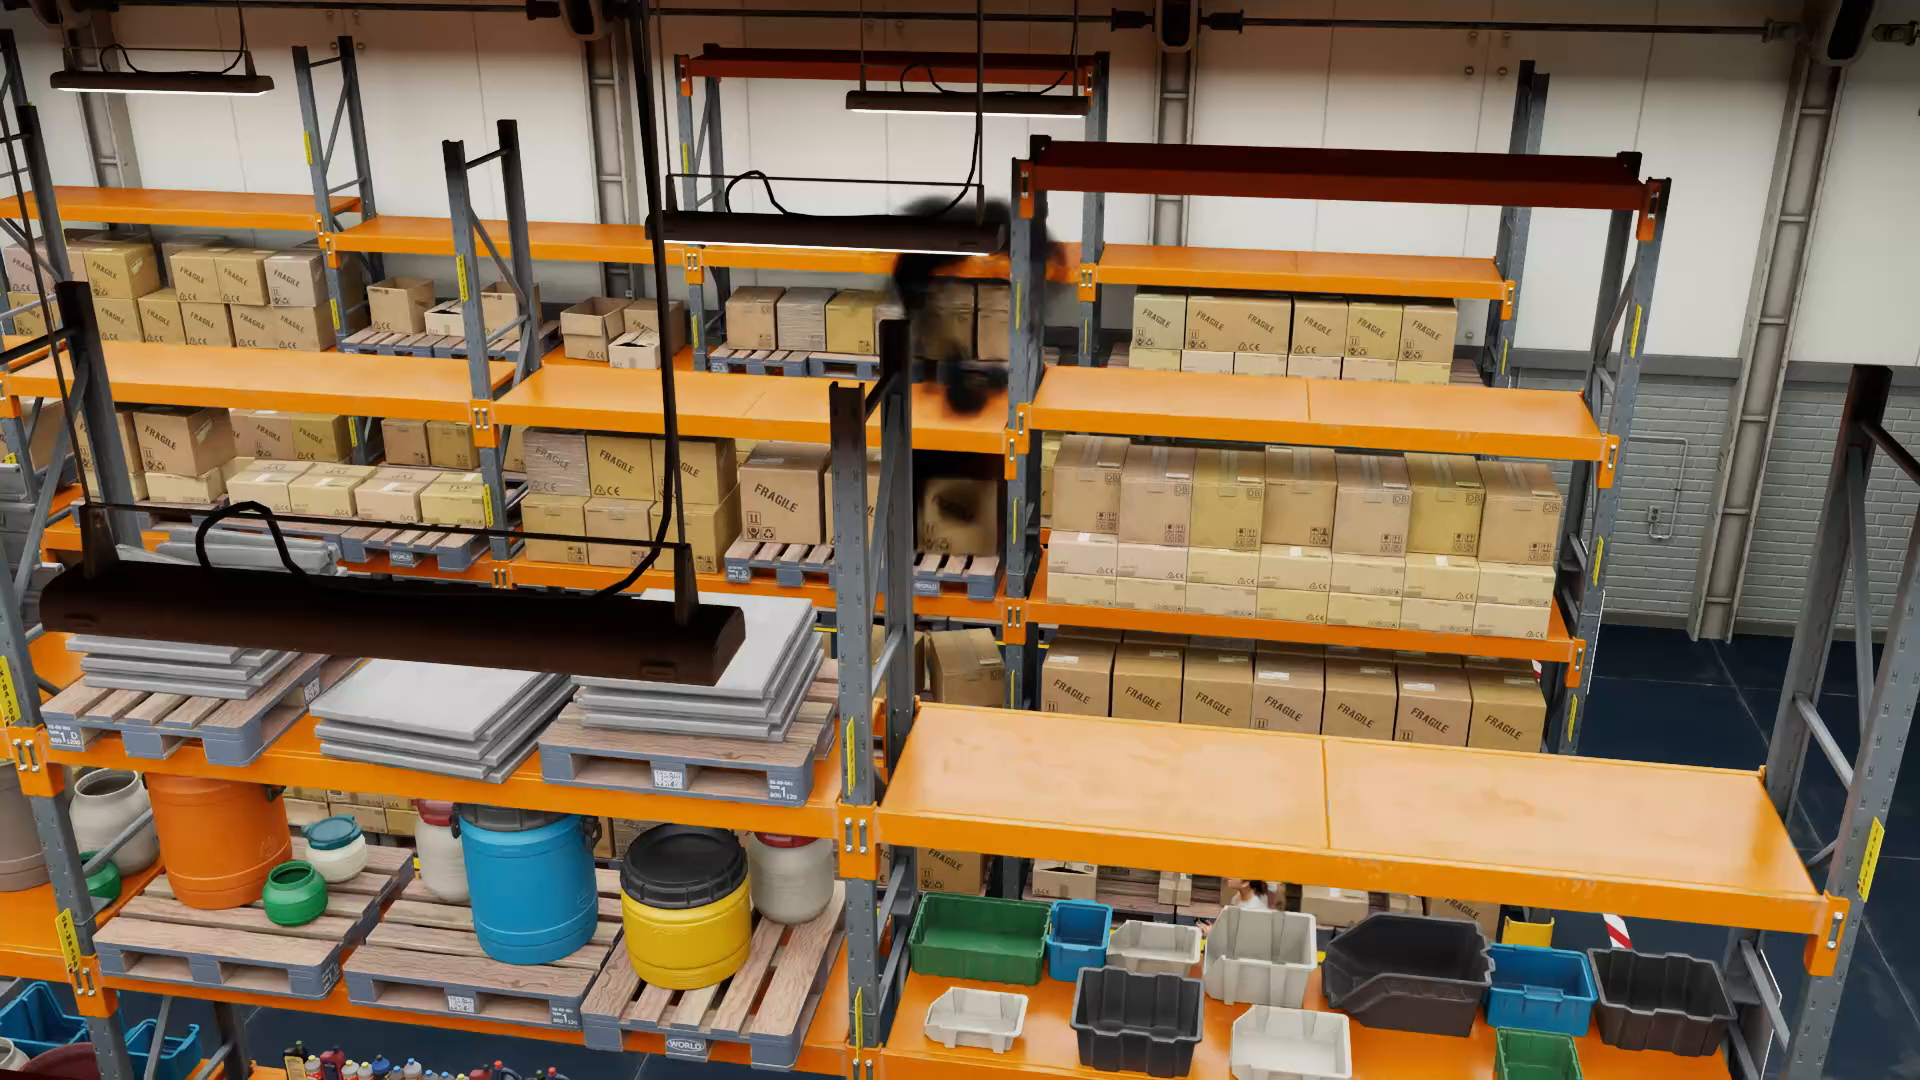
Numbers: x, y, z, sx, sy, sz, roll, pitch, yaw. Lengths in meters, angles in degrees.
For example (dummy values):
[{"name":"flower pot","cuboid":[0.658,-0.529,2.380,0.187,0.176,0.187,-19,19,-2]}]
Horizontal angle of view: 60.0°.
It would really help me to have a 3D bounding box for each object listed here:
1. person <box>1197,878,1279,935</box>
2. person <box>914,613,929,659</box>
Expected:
[{"name":"person","cuboid":[2.002,2.866,11.466,0.780,1.627,0.592,1,23,2]},{"name":"person","cuboid":[-0.359,1.379,15.018,0.765,1.678,0.576,4,23,9]}]
